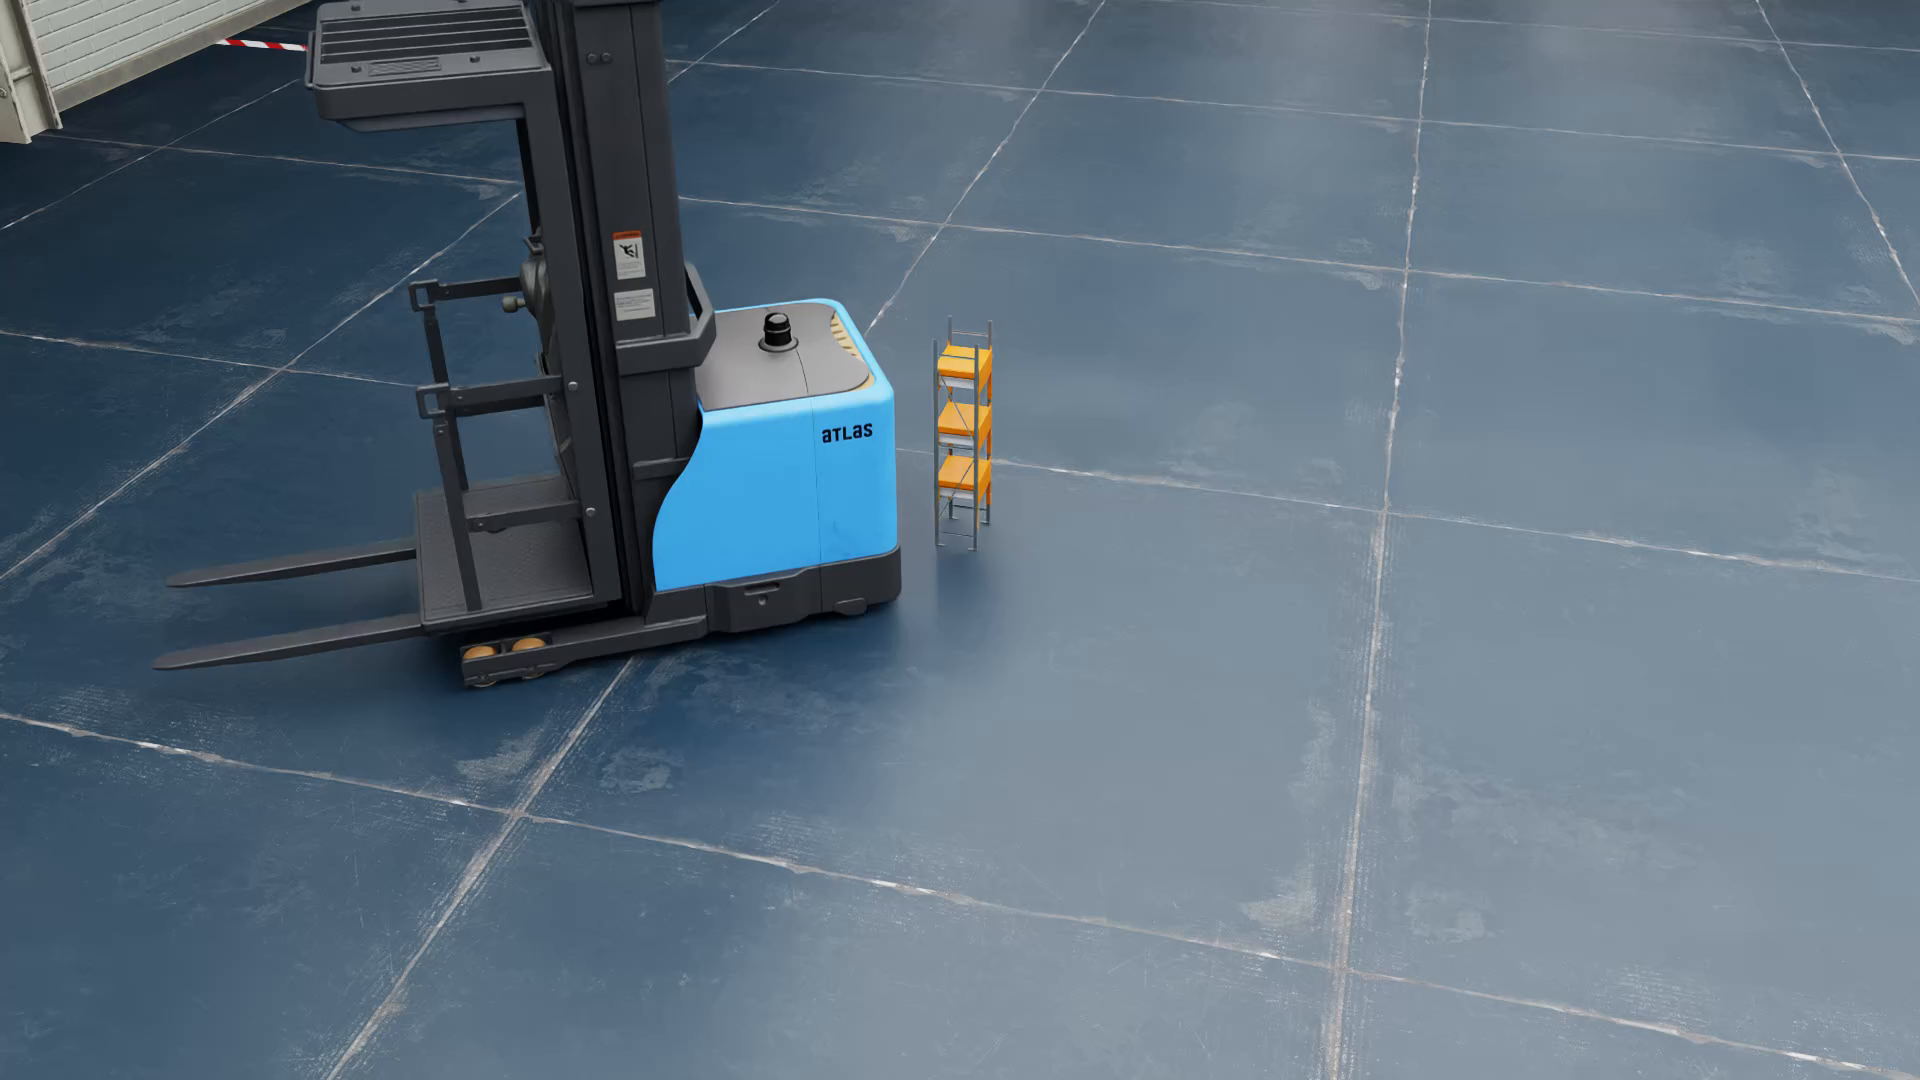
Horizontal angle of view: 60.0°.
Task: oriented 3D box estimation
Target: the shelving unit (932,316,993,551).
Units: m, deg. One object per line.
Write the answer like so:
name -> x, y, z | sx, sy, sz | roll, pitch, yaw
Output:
shelving unit -> 0.014, -0.471, 7.512 | 0.215, 1.050, 0.252 | 8, 33, 12

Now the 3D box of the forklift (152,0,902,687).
forklift -> -1.831, -0.953, 6.518 | 3.031, 2.935, 1.130 | -9, 34, -14

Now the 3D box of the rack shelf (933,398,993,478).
rack shelf -> 0.014, -0.462, 7.518 | 0.215, 0.259, 0.240 | 8, 33, 12

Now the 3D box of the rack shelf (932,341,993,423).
rack shelf -> 0.014, -0.701, 7.365 | 0.215, 0.259, 0.240 | 8, 33, 12

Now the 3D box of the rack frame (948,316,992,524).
rack frame -> 0.045, -0.534, 7.612 | 0.200, 1.050, 0.008 | 8, 33, 12

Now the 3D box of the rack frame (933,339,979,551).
rack frame -> -0.017, -0.408, 7.412 | 0.200, 1.050, 0.008 | 8, 33, 12

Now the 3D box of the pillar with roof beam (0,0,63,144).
pillar with roof beam -> -2.891, -6.288, 9.254 | 9.100, 9.000, 0.400 | 8, 33, 12

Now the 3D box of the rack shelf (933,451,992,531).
rack shelf -> 0.014, -0.227, 7.667 | 0.215, 0.259, 0.240 | 8, 33, 12
